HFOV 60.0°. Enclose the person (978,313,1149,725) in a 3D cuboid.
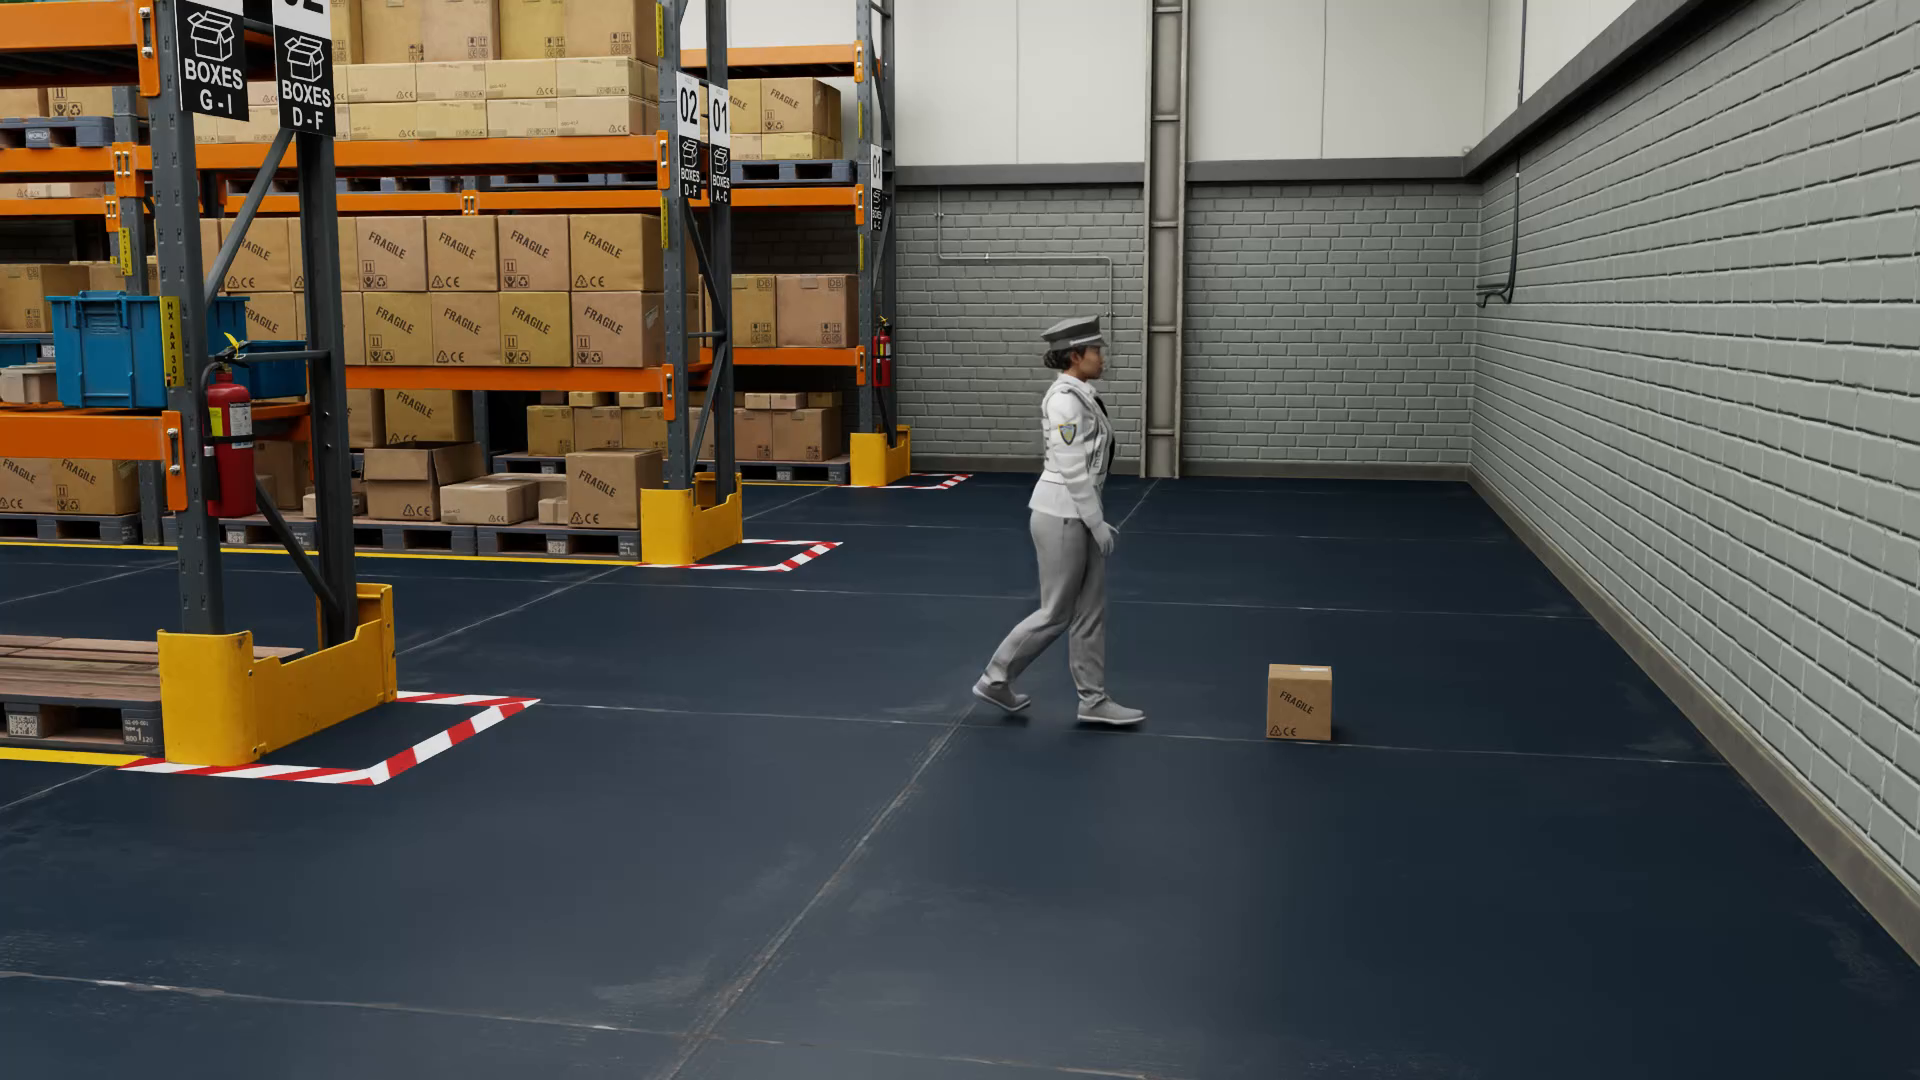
[{"bbox_3d":[0.438,-0.082,6.785,0.695,1.673,0.512,2,8,12],"label":"person"}]
